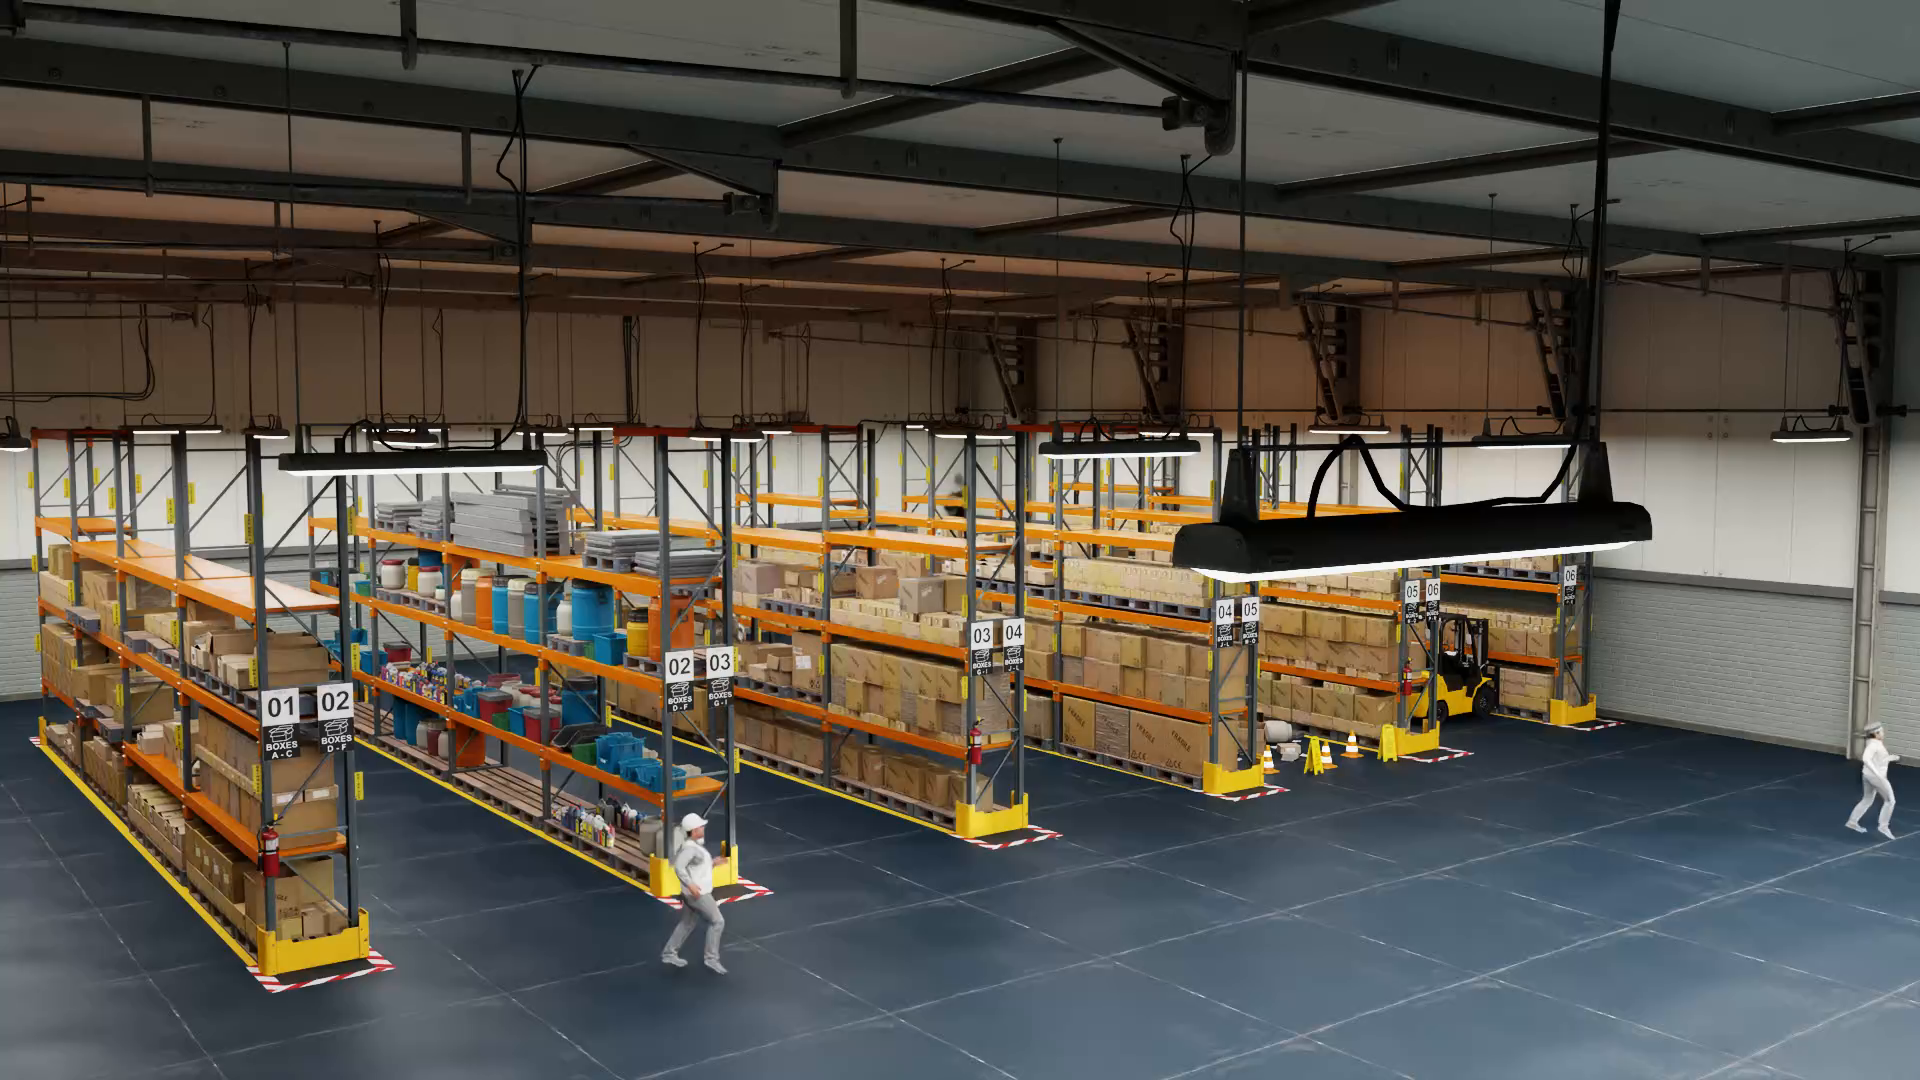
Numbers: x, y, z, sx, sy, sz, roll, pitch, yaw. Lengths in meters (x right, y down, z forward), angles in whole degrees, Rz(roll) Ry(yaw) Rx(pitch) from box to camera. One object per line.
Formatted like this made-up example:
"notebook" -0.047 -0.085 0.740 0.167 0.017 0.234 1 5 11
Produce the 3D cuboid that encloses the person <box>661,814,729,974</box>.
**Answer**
"person" -2.969 3.981 18.667 0.773 1.837 0.628 -1 5 -18

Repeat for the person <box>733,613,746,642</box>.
"person" -5.152 2.496 37.926 0.696 1.749 0.642 -3 5 -33

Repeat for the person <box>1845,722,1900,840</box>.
"person" 13.527 3.555 24.598 0.709 1.752 0.593 1 5 9

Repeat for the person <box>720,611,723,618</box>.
"person" -5.782 2.239 41.357 0.758 1.731 0.699 -4 6 -43
